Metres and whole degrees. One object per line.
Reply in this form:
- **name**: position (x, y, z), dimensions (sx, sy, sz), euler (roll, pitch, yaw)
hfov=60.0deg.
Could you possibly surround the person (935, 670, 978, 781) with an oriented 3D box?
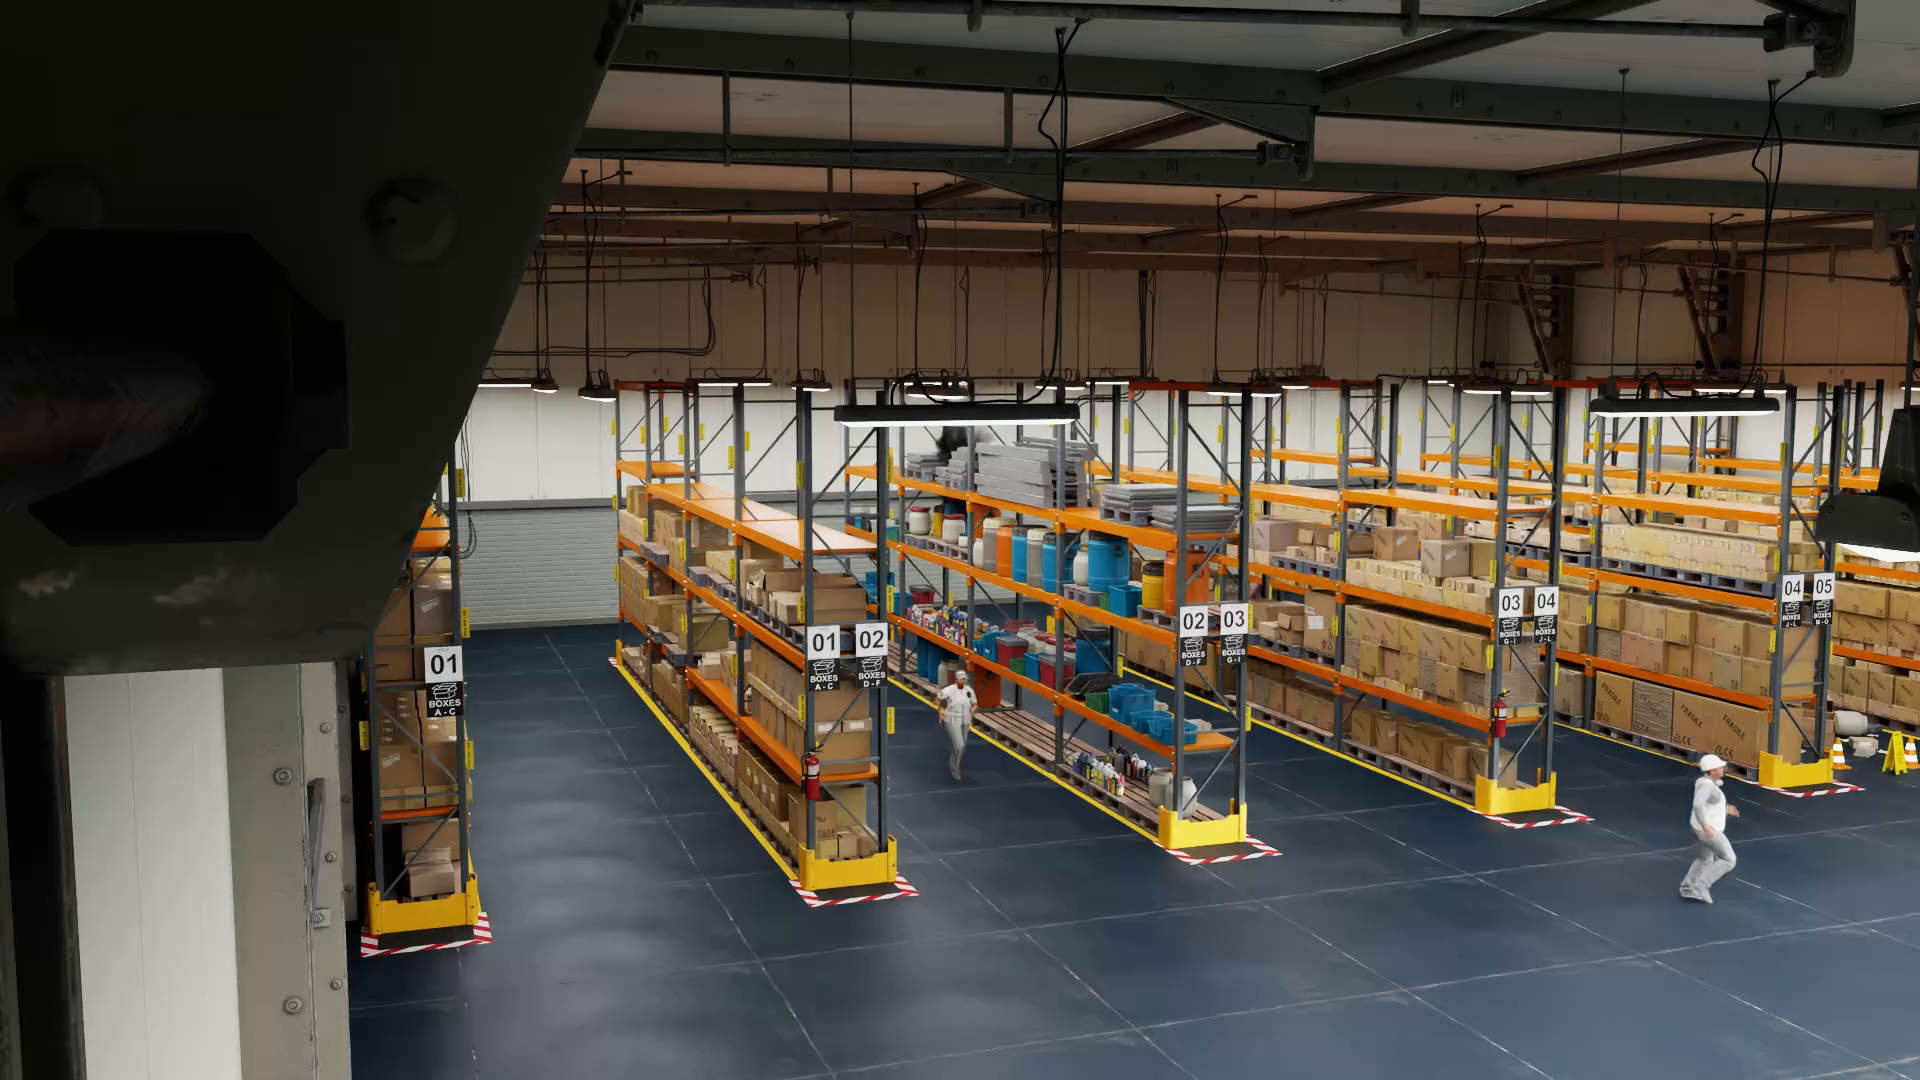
- **person**: position (-0.017, 2.833, 25.439), dimensions (0.570, 1.698, 0.783), euler (-3, 7, -29)

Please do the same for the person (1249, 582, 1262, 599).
- **person**: position (7.355, 1.103, 41.578), dimensions (0.994, 1.658, 0.579), euler (-2, 6, -14)

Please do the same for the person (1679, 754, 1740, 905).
- **person**: position (8.854, 3.392, 19.578), dimensions (0.656, 1.752, 0.661), euler (1, 6, 10)
